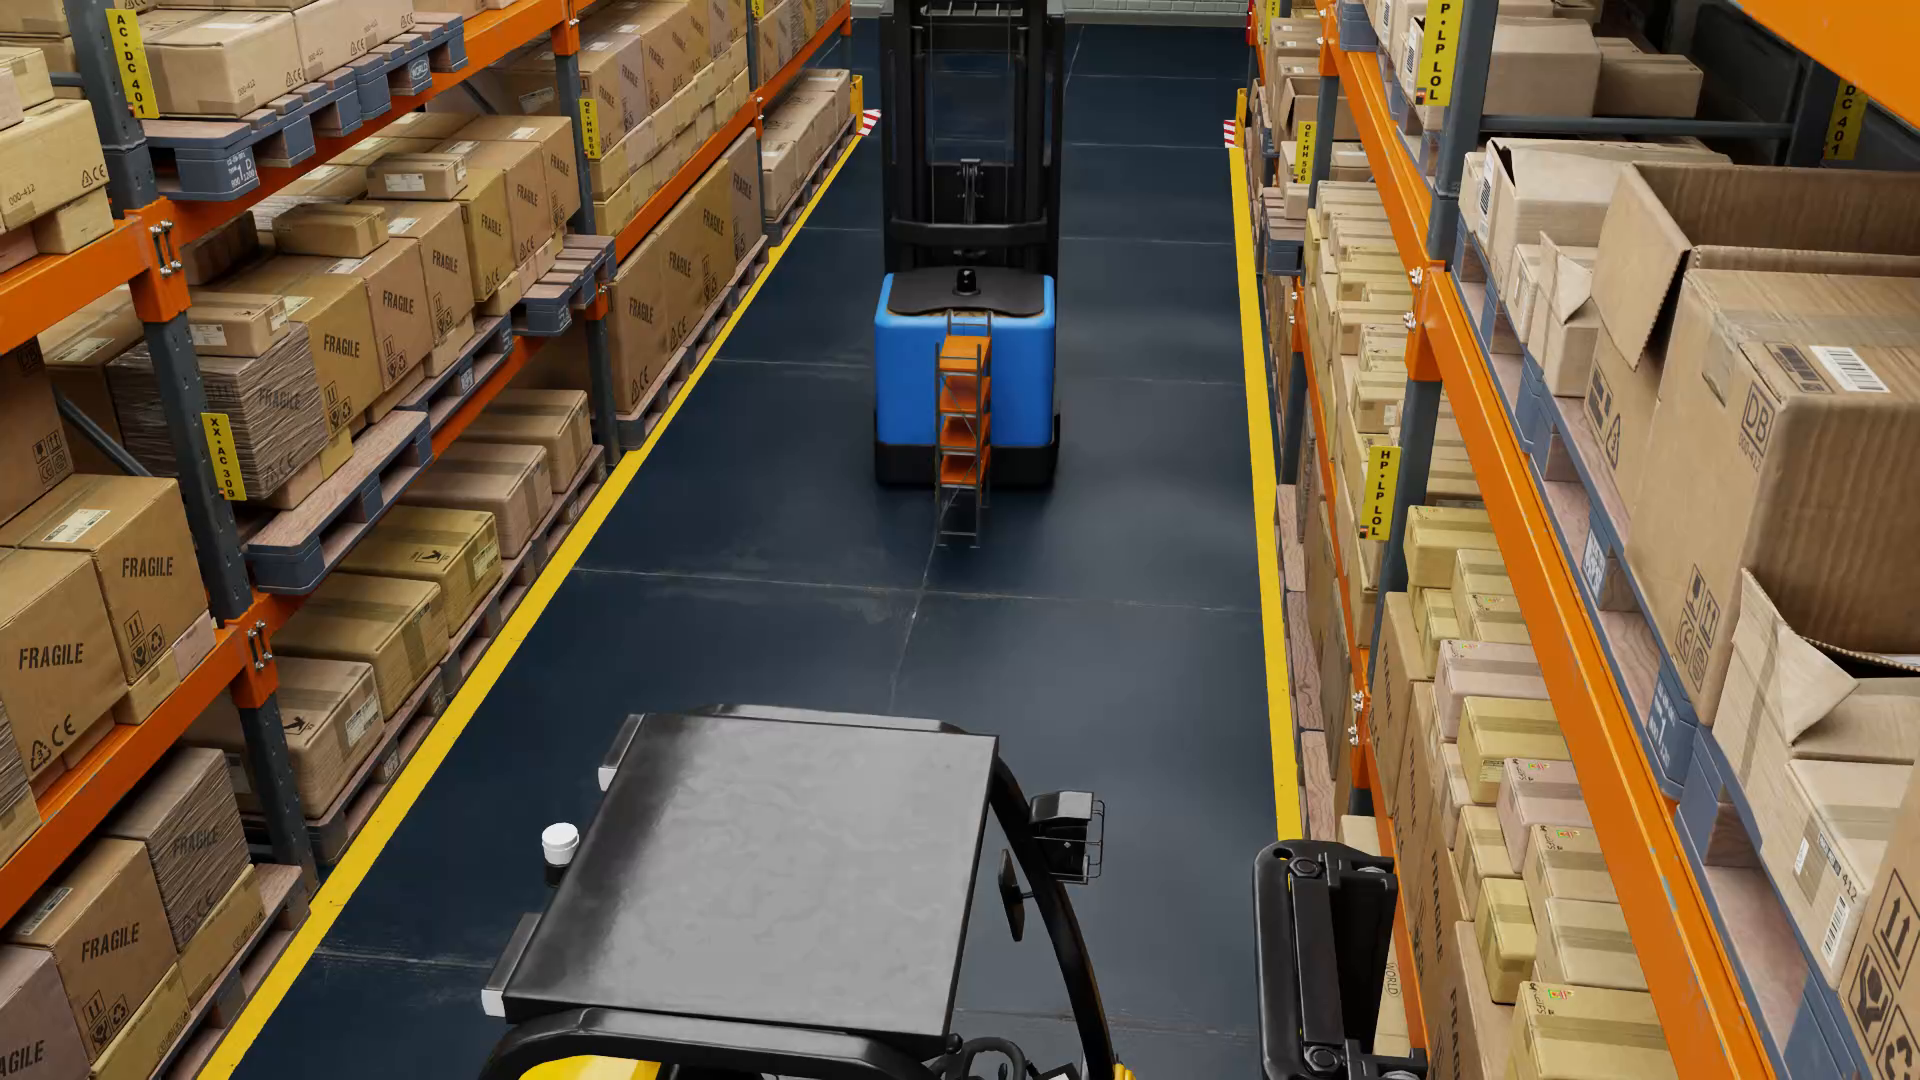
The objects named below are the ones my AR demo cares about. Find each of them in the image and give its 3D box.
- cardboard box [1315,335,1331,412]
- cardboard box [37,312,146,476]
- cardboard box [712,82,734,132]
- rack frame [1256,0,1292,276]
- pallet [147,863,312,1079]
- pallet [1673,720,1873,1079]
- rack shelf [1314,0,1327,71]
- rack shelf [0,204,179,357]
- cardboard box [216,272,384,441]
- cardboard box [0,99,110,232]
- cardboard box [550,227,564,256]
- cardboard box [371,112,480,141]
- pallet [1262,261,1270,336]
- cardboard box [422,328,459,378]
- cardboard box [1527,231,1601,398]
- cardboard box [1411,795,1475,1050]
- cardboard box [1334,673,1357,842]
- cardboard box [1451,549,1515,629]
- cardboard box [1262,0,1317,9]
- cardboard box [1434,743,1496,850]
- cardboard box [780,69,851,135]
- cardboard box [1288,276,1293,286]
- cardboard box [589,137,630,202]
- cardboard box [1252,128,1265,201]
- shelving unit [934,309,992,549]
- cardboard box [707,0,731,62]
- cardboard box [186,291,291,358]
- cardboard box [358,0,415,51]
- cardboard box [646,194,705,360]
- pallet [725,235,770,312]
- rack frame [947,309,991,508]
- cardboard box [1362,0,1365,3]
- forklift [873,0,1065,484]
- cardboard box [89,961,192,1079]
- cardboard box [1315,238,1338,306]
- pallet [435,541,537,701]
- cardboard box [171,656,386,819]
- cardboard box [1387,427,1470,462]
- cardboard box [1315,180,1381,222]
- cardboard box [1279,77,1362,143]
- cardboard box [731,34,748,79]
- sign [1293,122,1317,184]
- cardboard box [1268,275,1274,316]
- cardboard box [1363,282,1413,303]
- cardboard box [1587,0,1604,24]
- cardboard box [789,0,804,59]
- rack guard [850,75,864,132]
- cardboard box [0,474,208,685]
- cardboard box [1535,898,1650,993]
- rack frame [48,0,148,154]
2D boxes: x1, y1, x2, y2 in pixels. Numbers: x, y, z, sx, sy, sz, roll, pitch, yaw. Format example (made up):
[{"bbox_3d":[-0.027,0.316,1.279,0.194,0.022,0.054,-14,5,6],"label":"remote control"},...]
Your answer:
[{"bbox_3d":[1.931,-0.787,7.706,0.500,0.250,0.500,2,28,5],"label":"cardboard box"},{"bbox_3d":[-3.237,-0.521,6.193,0.500,0.500,0.500,3,28,5],"label":"cardboard box"},{"bbox_3d":[-1.954,-3.165,12.120,0.500,0.250,0.500,3,28,5],"label":"cardboard box"},{"bbox_3d":[2.841,-3.409,12.416,1.000,3.000,0.127,3,28,6],"label":"rack frame"},{"bbox_3d":[-3.113,1.615,6.029,1.003,0.211,1.213,3,28,6],"label":"pallet"},{"bbox_3d":[1.483,0.626,1.856,1.003,0.211,1.213,3,28,6],"label":"pallet"},{"bbox_3d":[2.596,-3.472,10.128,1.077,0.370,4.000,3,28,6],"label":"rack shelf"},{"bbox_3d":[-3.311,0.007,3.670,1.077,0.370,4.000,3,28,6],"label":"rack shelf"},{"bbox_3d":[-2.663,-0.730,6.581,0.500,0.500,0.500,3,29,6],"label":"cardboard box"},{"bbox_3d":[-2.853,-1.092,4.796,0.500,0.250,0.500,3,28,6],"label":"cardboard box"},{"bbox_3d":[-2.343,-1.589,8.859,0.380,0.149,0.250,4,29,7],"label":"cardboard box"},{"bbox_3d":[-2.861,-1.975,8.891,0.500,0.500,0.500,3,28,5],"label":"cardboard box"},{"bbox_3d":[2.779,-1.797,12.363,1.003,0.211,1.213,3,28,6],"label":"pallet"},{"bbox_3d":[-2.497,-0.858,7.503,0.380,0.149,0.250,4,29,8],"label":"cardboard box"},{"bbox_3d":[1.378,-0.453,3.359,0.396,0.266,0.258,3,28,5],"label":"cardboard box"},{"bbox_3d":[1.439,0.990,4.143,0.500,0.500,0.500,3,28,6],"label":"cardboard box"},{"bbox_3d":[1.914,0.971,6.347,0.875,0.625,0.625,5,29,8],"label":"cardboard box"},{"bbox_3d":[1.602,0.158,4.691,0.380,0.149,0.250,4,29,7],"label":"cardboard box"},{"bbox_3d":[2.825,-4.783,14.020,0.500,0.500,0.500,4,29,7],"label":"cardboard box"},{"bbox_3d":[1.389,0.643,4.105,0.380,0.149,0.250,3,28,6],"label":"cardboard box"},{"bbox_3d":[-1.577,-4.319,16.364,0.875,0.438,0.875,2,28,4],"label":"cardboard box"},{"bbox_3d":[2.350,-1.766,10.875,0.380,0.149,0.250,2,28,4],"label":"cardboard box"},{"bbox_3d":[-2.269,-2.192,9.786,0.500,0.250,0.500,3,28,6],"label":"cardboard box"},{"bbox_3d":[2.892,-3.206,14.230,0.700,0.500,0.500,2,28,4],"label":"cardboard box"},{"bbox_3d":[0.020,-0.606,9.110,0.258,1.200,0.503,3,28,6],"label":"shelving unit"},{"bbox_3d":[-1.947,-3.712,11.817,0.500,0.500,0.500,4,29,7],"label":"cardboard box"},{"bbox_3d":[-2.657,-0.777,5.983,0.380,0.149,0.250,3,28,6],"label":"cardboard box"},{"bbox_3d":[-2.495,-2.099,6.536,0.500,0.250,0.500,3,28,6],"label":"cardboard box"},{"bbox_3d":[-2.295,-1.803,11.231,0.875,0.875,0.875,4,29,7],"label":"cardboard box"},{"bbox_3d":[-2.105,-2.101,12.927,1.003,0.211,1.213,3,28,6],"label":"pallet"},{"bbox_3d":[0.050,-0.721,9.323,0.240,1.200,0.015,3,28,6],"label":"rack frame"},{"bbox_3d":[2.058,-2.550,7.004,0.700,0.500,0.500,3,28,5],"label":"cardboard box"},{"bbox_3d":[0.080,-2.276,10.385,1.130,2.935,3.031,1,28,2],"label":"forklift"},{"bbox_3d":[-2.927,1.640,5.499,0.500,0.250,0.500,3,28,5],"label":"cardboard box"},{"bbox_3d":[1.992,-1.250,8.039,0.500,0.250,0.500,4,29,8],"label":"cardboard box"},{"bbox_3d":[-2.825,0.355,8.369,1.003,0.211,1.213,3,28,6],"label":"pallet"},{"bbox_3d":[-3.004,0.794,6.940,0.950,0.372,0.625,4,29,7],"label":"cardboard box"},{"bbox_3d":[1.696,-0.270,5.798,0.380,0.149,0.250,3,28,5],"label":"cardboard box"},{"bbox_3d":[2.020,-1.723,8.497,0.380,0.149,0.250,4,29,8],"label":"cardboard box"},{"bbox_3d":[2.367,-2.536,10.243,0.797,0.503,0.637,3,28,5],"label":"cardboard box"},{"bbox_3d":[-1.898,-3.629,12.454,0.500,0.250,0.500,3,28,6],"label":"cardboard box"},{"bbox_3d":[1.811,-2.029,8.716,0.100,0.325,0.005,3,28,6],"label":"sign"},{"bbox_3d":[2.438,-1.793,11.609,0.500,0.500,0.500,3,28,5],"label":"cardboard box"},{"bbox_3d":[1.936,-0.987,7.130,0.380,0.149,0.250,3,28,6],"label":"cardboard box"},{"bbox_3d":[2.364,-2.187,6.682,0.380,0.166,0.250,3,28,6],"label":"cardboard box"},{"bbox_3d":[-1.635,-4.416,14.179,0.500,0.500,0.500,4,29,7],"label":"cardboard box"},{"bbox_3d":[-1.593,-4.490,17.057,1.175,0.500,0.348,3,28,6],"label":"rack guard"},{"bbox_3d":[-2.874,0.118,5.449,0.500,0.500,0.500,3,28,5],"label":"cardboard box"},{"bbox_3d":[1.388,0.875,3.360,0.380,0.149,0.250,4,29,7],"label":"cardboard box"},{"bbox_3d":[-3.066,-2.572,4.535,1.000,3.000,0.127,3,28,6],"label":"rack frame"}]
